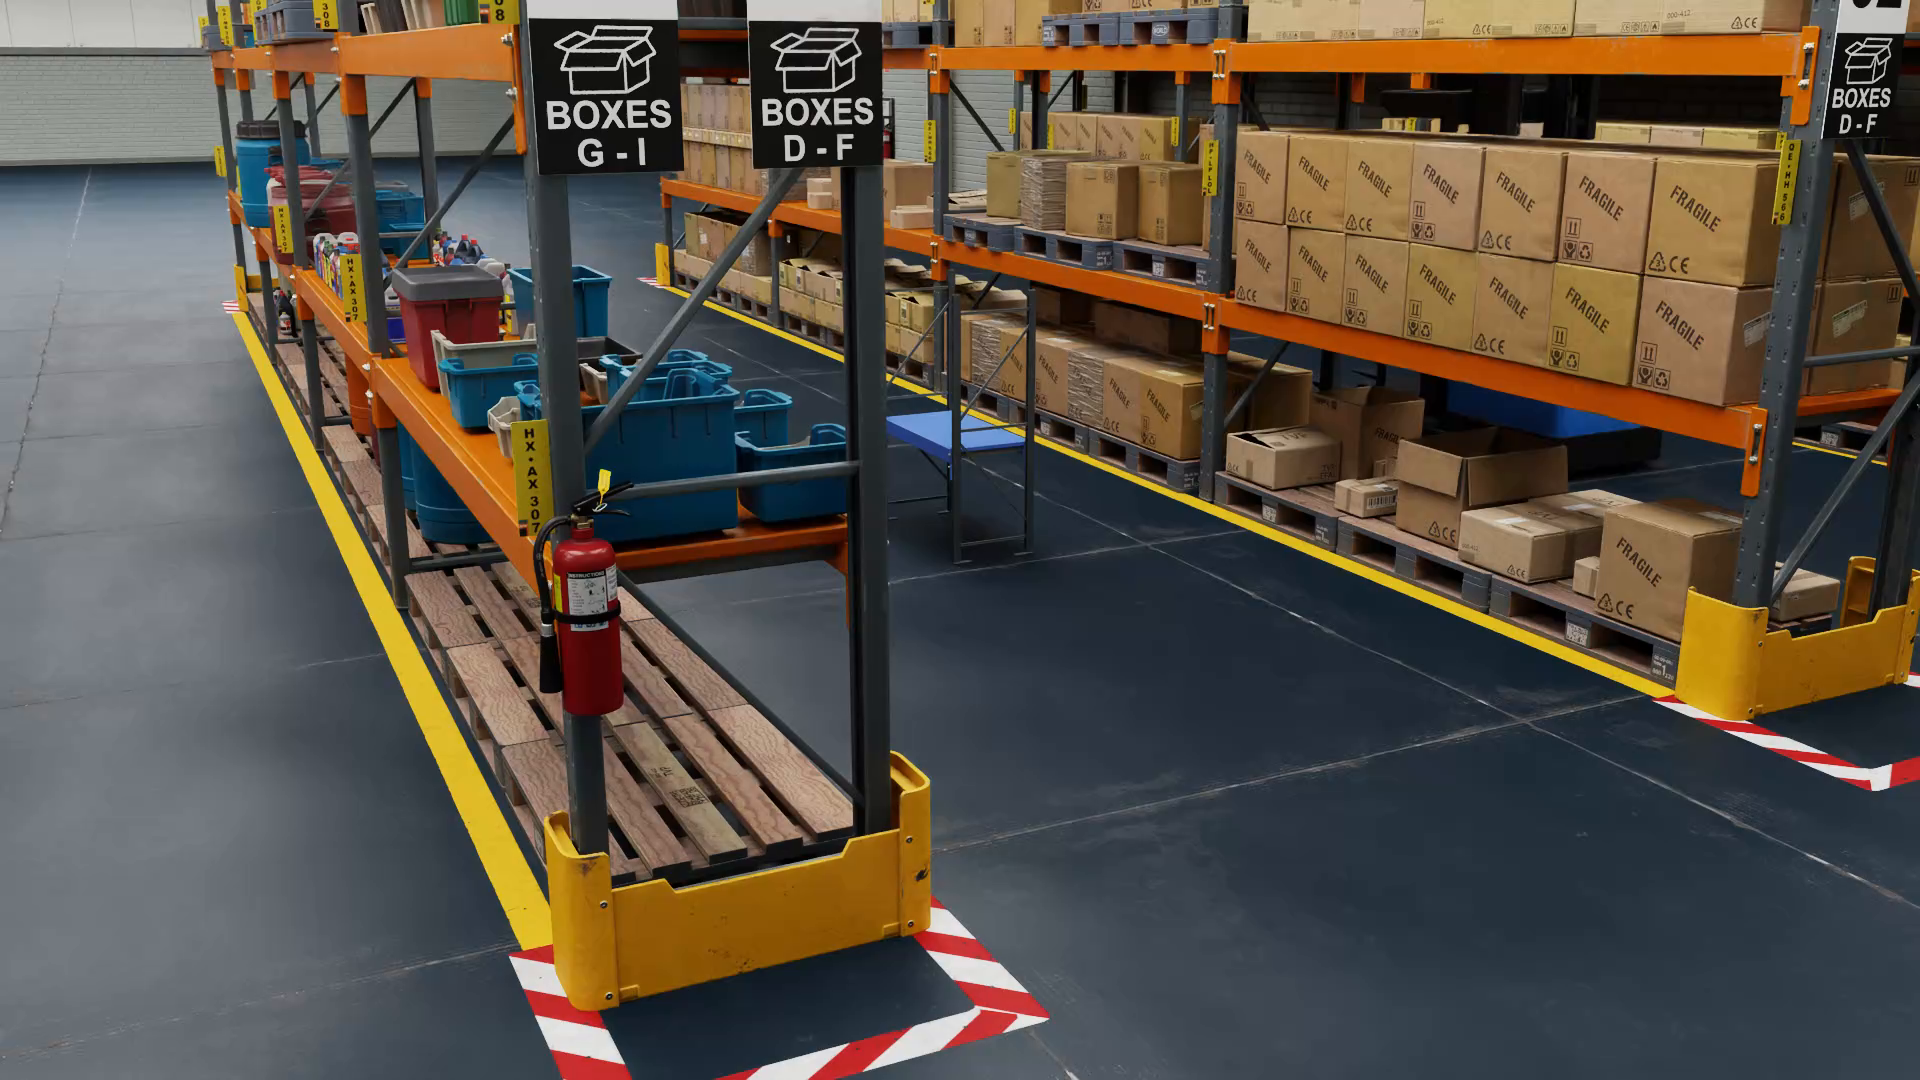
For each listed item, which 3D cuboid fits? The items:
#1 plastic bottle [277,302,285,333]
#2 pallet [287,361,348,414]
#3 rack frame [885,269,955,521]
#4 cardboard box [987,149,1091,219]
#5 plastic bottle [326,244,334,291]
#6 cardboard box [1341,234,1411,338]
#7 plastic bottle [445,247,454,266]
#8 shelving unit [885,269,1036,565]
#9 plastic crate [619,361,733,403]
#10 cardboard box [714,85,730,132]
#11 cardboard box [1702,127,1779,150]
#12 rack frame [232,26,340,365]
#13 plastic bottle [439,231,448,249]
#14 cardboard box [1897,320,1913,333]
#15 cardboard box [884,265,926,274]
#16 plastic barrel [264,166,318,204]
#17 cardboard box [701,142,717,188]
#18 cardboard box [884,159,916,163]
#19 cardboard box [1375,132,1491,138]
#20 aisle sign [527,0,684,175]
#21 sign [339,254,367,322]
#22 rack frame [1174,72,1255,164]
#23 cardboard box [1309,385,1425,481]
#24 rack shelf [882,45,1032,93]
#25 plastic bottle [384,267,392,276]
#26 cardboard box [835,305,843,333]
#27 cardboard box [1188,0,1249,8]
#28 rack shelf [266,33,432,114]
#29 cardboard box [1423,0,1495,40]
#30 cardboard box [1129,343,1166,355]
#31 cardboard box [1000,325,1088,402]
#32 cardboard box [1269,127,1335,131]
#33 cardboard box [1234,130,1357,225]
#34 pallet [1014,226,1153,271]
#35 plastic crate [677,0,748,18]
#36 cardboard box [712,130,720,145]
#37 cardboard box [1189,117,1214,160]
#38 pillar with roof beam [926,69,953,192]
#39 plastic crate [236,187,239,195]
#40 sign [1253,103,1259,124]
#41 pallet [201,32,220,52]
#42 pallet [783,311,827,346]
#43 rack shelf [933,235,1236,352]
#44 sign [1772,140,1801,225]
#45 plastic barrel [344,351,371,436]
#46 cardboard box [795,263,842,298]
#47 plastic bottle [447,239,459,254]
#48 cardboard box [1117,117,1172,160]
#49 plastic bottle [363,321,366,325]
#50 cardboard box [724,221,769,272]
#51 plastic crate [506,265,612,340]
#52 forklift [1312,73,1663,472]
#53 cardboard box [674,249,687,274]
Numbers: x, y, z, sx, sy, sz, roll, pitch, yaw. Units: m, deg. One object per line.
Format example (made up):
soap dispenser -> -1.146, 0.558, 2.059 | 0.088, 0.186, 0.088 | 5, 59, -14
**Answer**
plastic bottle -> -6.460, -2.123, 15.837 | 0.061, 0.283, 0.133 | -7, 17, -22
pallet -> -5.035, -1.304, 13.913 | 1.003, 0.211, 1.213 | -8, 18, -25
rack frame -> -0.260, -0.868, 10.057 | 0.500, 1.500, 0.032 | -8, 18, -25
cardboard box -> 0.631, -2.851, 13.304 | 0.500, 0.500, 0.700 | 15, 22, 42
plastic bottle -> -3.980, -1.733, 10.562 | 0.061, 0.283, 0.133 | -8, 18, -25
cardboard box -> 2.429, -1.389, 8.973 | 0.500, 0.500, 0.500 | -8, 18, -25
plastic bottle -> -3.188, -1.694, 10.428 | 0.061, 0.283, 0.133 | -8, 18, -25
shelving unit -> -0.037, -0.742, 9.617 | 0.538, 1.500, 1.048 | -8, 18, -25
plastic crate -> -1.085, -0.538, 6.382 | 0.416, 0.233, 0.300 | -8, 18, -25
cardboard box -> -2.358, -4.889, 18.818 | 0.700, 0.500, 0.500 | -8, 18, -25
cardboard box -> 6.023, -2.997, 12.640 | 0.500, 0.250, 0.500 | -7, 18, -24
rack frame -> -5.953, -3.138, 15.246 | 1.000, 3.000, 0.127 | -8, 18, -25
plastic bottle -> -3.539, -1.984, 11.437 | 0.061, 0.283, 0.133 | -8, 18, -25
cardboard box -> 6.808, -1.525, 12.222 | 0.380, 0.149, 0.250 | -8, 18, -25
cardboard box -> -0.613, -2.567, 16.464 | 0.500, 0.311, 0.500 | -8, 18, -25
plastic barrel -> -5.731, -2.939, 14.308 | 0.433, 0.535, 0.433 | 0, 16, 0
cardboard box -> -2.611, -4.404, 19.479 | 0.700, 0.500, 0.500 | -8, 18, -25
cardboard box -> -0.726, -3.336, 15.757 | 0.500, 0.500, 0.500 | -8, 18, -25
cardboard box -> 2.688, -2.059, 9.495 | 0.500, 0.500, 0.500 | -8, 18, -26
aisle sign -> -0.927, -1.358, 4.333 | 0.394, 0.787, 0.004 | -8, 18, -25
sign -> -2.943, -1.221, 8.065 | 0.100, 0.325, 0.005 | -8, 18, -25
rack frame -> 2.953, -4.335, 19.418 | 1.000, 3.000, 0.127 | -8, 18, -25
cardboard box -> 2.511, -0.655, 10.328 | 0.500, 0.500, 0.500 | -8, 18, -25
rack shelf -> -0.622, -4.335, 15.286 | 1.077, 0.370, 4.000 | -8, 18, -25
plastic bottle -> -3.247, -1.419, 9.492 | 0.097, 0.271, 0.097 | 0, 16, 0
cardboard box -> -0.870, -2.104, 15.869 | 0.500, 0.250, 0.500 | -7, 18, -24
cardboard box -> 1.852, -3.625, 10.383 | 0.600, 0.600, 0.600 | -10, 19, -30
rack shelf -> -3.324, -2.746, 9.747 | 1.077, 0.370, 4.000 | -8, 18, -25
cardboard box -> 2.652, -2.599, 8.202 | 0.500, 0.250, 0.500 | -8, 18, -25
cardboard box -> 1.558, -1.167, 12.112 | 0.500, 0.500, 0.500 | -7, 18, -24
cardboard box -> 0.646, -1.352, 12.757 | 0.500, 0.500, 0.500 | -8, 18, -26
cardboard box -> 3.700, -4.165, 17.848 | 0.700, 0.500, 0.500 | -5, 17, -17
cardboard box -> 1.960, -2.129, 9.739 | 0.500, 0.500, 0.500 | -7, 17, -23
pallet -> 1.110, -2.169, 12.221 | 1.003, 0.211, 1.213 | -8, 18, -25
plastic crate -> -0.614, -1.670, 4.932 | 0.497, 0.269, 0.590 | -8, 18, -25
cardboard box -> -2.600, -4.582, 18.923 | 0.380, 0.149, 0.250 | -7, 18, -24
cardboard box -> 2.935, -4.775, 19.826 | 0.500, 0.500, 0.500 | -8, 18, -26
pillar with roof beam -> -4.214, -9.109, 25.178 | 9.100, 9.000, 0.400 | -8, 18, -25
plastic crate -> -7.602, -3.742, 17.830 | 0.298, 0.136, 0.250 | -8, 18, -25
sign -> 3.450, -4.959, 19.495 | 0.100, 0.325, 0.005 | -8, 18, -25
pallet -> -7.431, -5.263, 17.559 | 1.003, 0.211, 1.213 | -8, 18, -25
pallet -> -1.141, -2.217, 17.093 | 1.003, 0.211, 1.213 | -8, 18, -25
rack shelf -> 1.130, -1.902, 12.244 | 1.077, 0.370, 4.000 | -8, 18, -25
sign -> 3.251, -1.406, 6.540 | 0.100, 0.325, 0.005 | -8, 18, -25
plastic barrel -> -3.971, -1.185, 11.616 | 0.600, 0.830, 0.708 | -8, 18, -25
cardboard box -> -1.327, -2.628, 16.676 | 0.500, 0.311, 0.500 | -8, 18, -26
plastic bottle -> -3.334, -1.851, 10.995 | 0.097, 0.271, 0.097 | 0, 16, 0
cardboard box -> 2.244, -4.836, 20.040 | 0.500, 0.500, 0.500 | -8, 18, -25
plastic bottle -> -3.226, -1.364, 9.157 | 0.144, 0.351, 0.185 | -8, 18, -25
cardboard box -> -2.329, -3.313, 18.723 | 0.500, 0.500, 0.500 | -8, 18, -25
plastic crate -> -1.937, -1.101, 8.068 | 0.392, 0.384, 0.575 | -8, 18, -25
forklift -> 3.712, -2.210, 12.139 | 1.130, 2.935, 3.031 | -8, 18, -26
cardboard box -> -3.216, -3.447, 20.549 | 0.500, 0.250, 0.500 | -8, 18, -25
